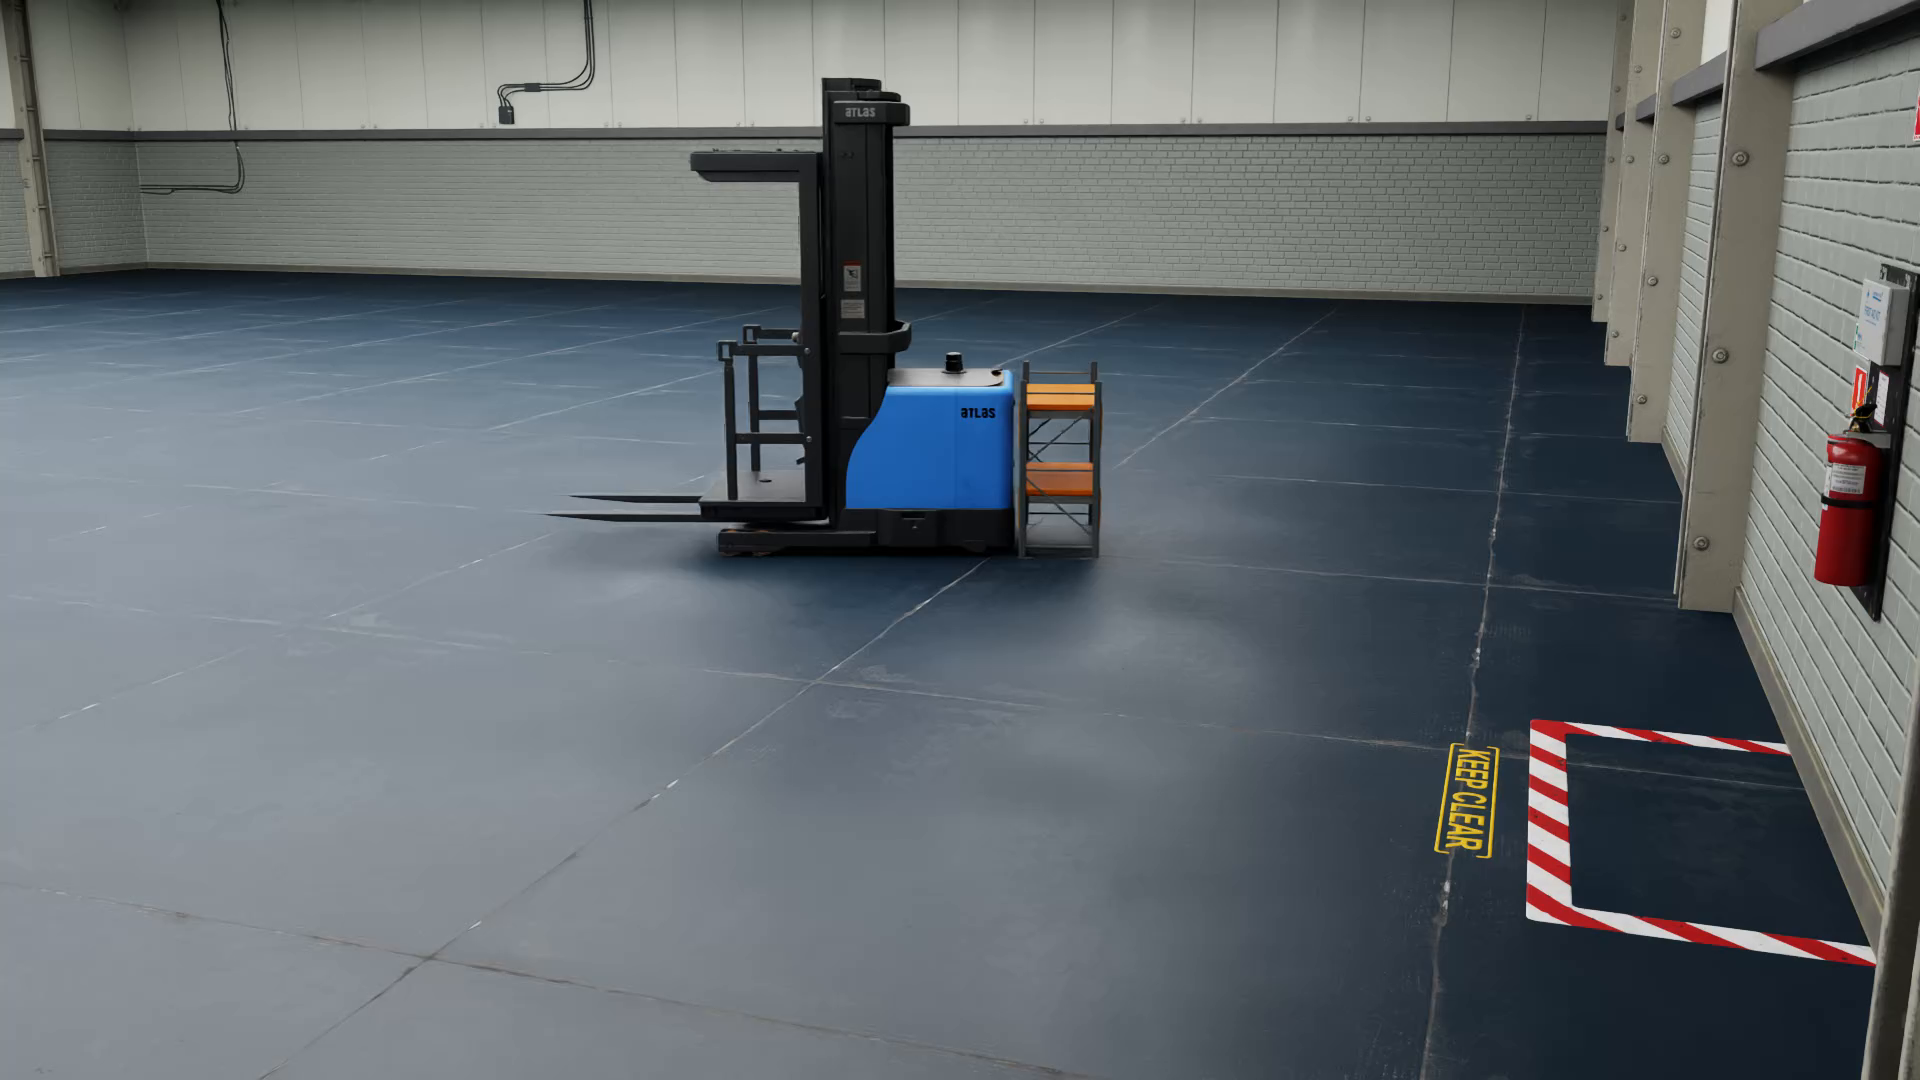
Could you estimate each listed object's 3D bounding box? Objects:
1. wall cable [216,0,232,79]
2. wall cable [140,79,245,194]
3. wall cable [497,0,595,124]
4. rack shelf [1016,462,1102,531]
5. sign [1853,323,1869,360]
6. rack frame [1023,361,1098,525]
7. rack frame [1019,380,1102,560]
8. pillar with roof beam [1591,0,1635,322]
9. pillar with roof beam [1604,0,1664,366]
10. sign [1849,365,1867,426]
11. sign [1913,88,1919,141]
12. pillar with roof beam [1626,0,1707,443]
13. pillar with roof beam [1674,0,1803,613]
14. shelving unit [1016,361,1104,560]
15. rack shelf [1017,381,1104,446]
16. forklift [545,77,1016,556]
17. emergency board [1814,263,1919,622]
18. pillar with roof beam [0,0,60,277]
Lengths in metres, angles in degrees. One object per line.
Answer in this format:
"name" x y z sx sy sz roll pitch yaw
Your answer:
"wall cable" -14.986 -11.370 36.209 3.097 2.526 0.112 4 14 18
"wall cable" -17.545 -9.103 37.624 3.097 2.526 0.112 4 14 18
"wall cable" -8.568 -11.588 33.891 2.305 6.003 0.169 4 14 18
"rack shelf" 0.648 -0.304 10.892 0.538 0.278 1.000 1 13 3
"sign" 3.393 -0.747 6.250 0.001 0.109 0.331 4 14 18
"rack frame" 0.676 -0.656 11.333 0.500 1.125 0.032 1 13 3
"rack frame" 0.620 -0.430 10.343 0.500 1.125 0.032 1 13 3
"pillar with roof beam" 5.982 -8.133 26.400 9.100 9.000 0.400 4 14 18
"pillar with roof beam" 4.041 -6.870 20.865 9.100 9.000 0.400 4 14 18
"sign" 3.403 -0.489 6.311 0.001 0.329 0.234 4 14 18
"sign" 3.223 -1.488 5.555 0.001 0.298 0.199 4 14 18
"pillar with roof beam" 2.100 -5.607 15.330 9.100 9.000 0.400 4 14 18
"pillar with roof beam" 0.158 -4.343 9.795 9.100 9.000 0.400 4 14 18
"shelving unit" 0.648 -0.543 10.838 0.538 1.125 1.048 1 13 3
"rack shelf" 0.648 -0.828 10.773 0.538 0.278 1.000 1 13 3
"forklift" -1.154 -1.443 10.722 3.031 2.935 1.130 0 13 2
"emergency board" 3.126 -0.363 5.837 0.194 1.169 0.643 4 14 18
"pillar with roof beam" -15.676 -9.781 33.620 9.100 9.000 0.400 4 14 18
